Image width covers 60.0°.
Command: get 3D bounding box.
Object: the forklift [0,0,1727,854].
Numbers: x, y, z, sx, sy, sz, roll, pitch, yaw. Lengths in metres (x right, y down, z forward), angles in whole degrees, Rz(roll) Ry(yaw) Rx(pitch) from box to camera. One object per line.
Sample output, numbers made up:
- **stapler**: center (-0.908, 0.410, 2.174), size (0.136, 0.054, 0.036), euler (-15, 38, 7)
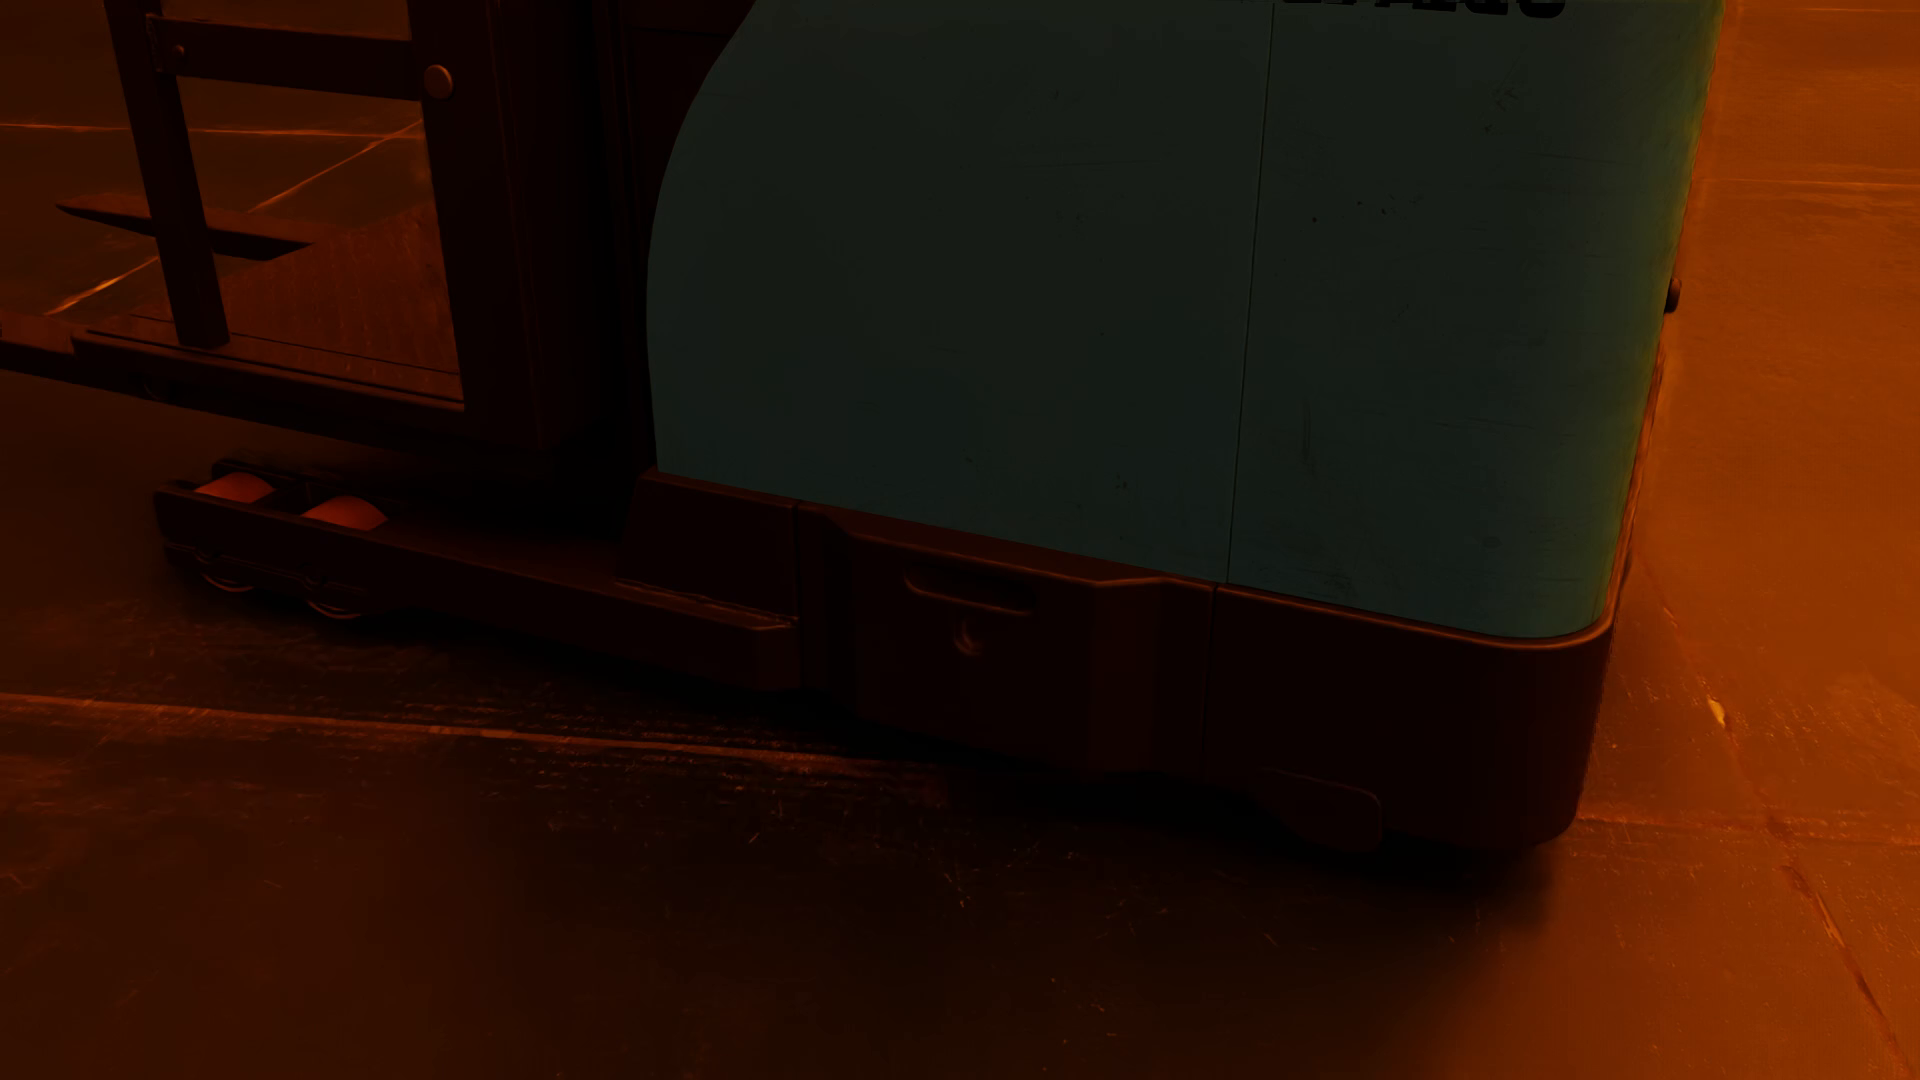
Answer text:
- **forklift**: center (-0.562, -1.404, 2.030), size (3.031, 2.935, 1.130), euler (11, 29, 21)
